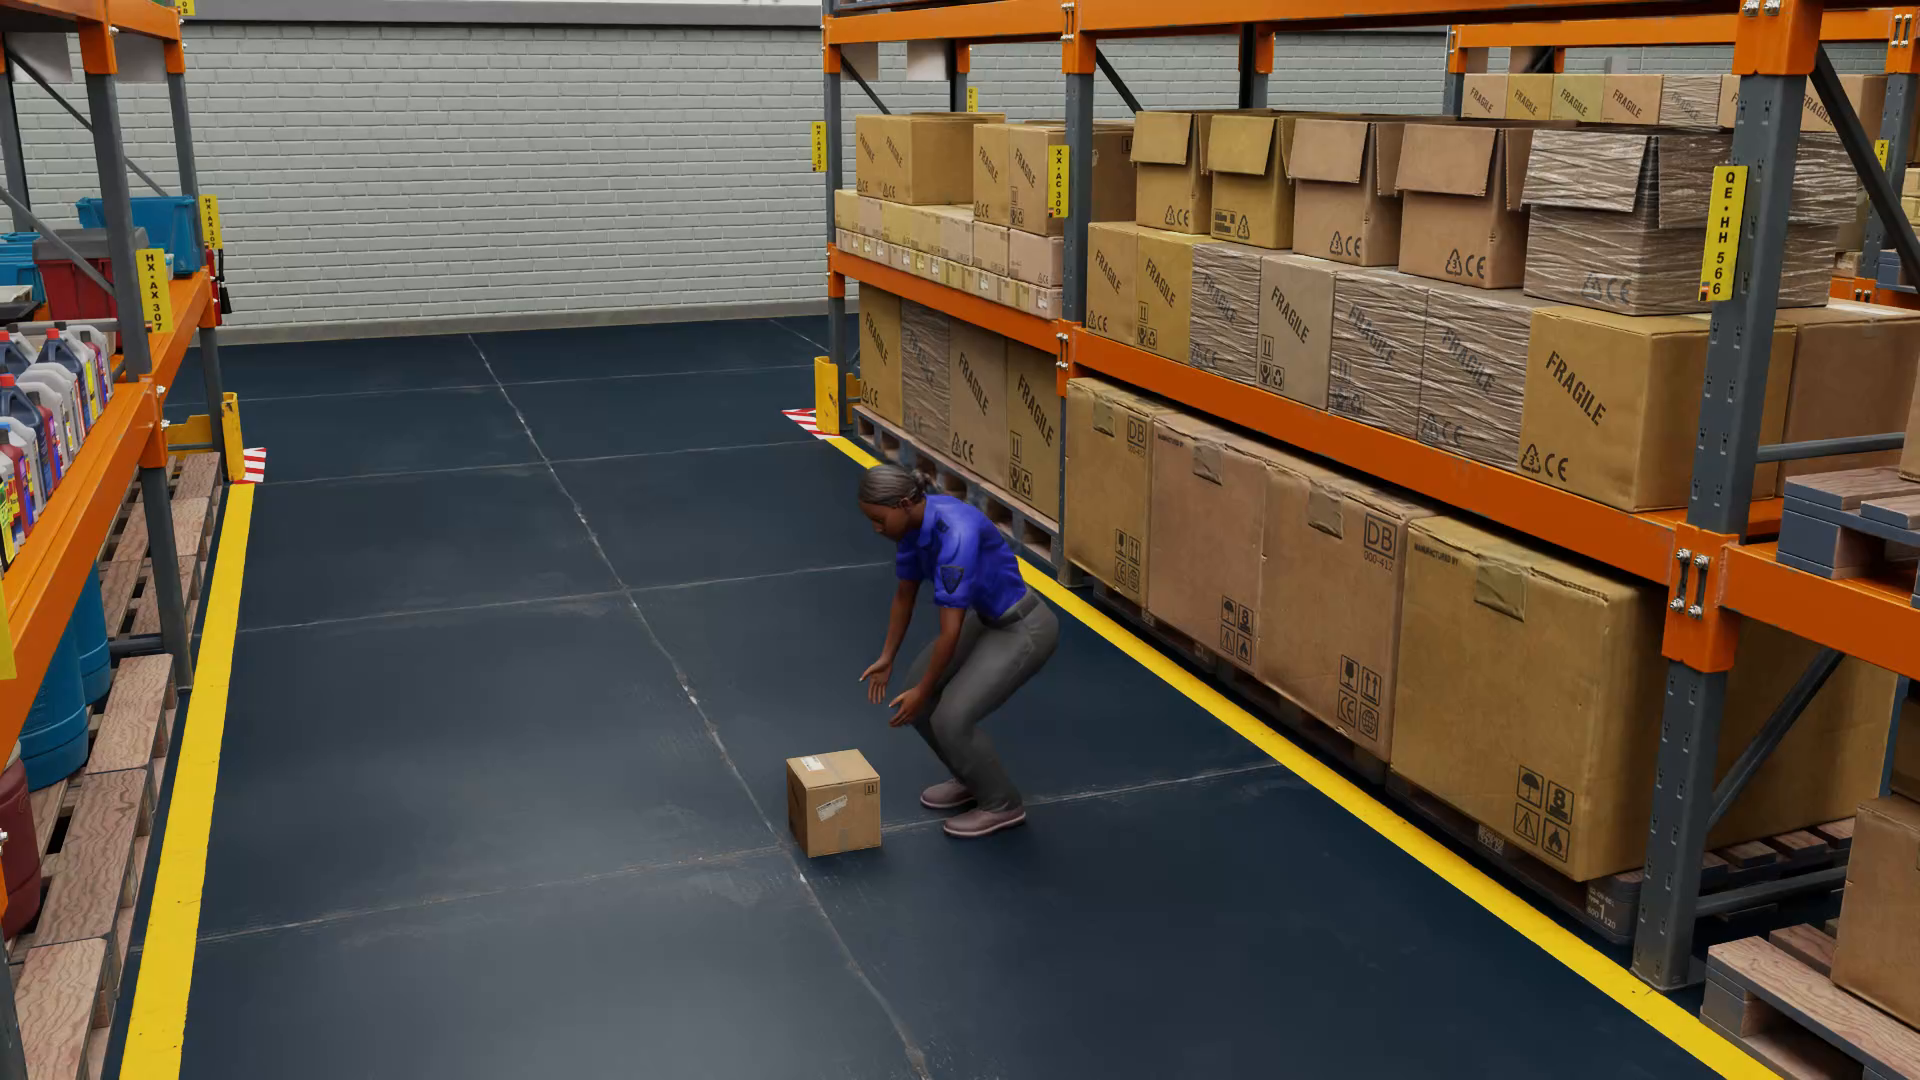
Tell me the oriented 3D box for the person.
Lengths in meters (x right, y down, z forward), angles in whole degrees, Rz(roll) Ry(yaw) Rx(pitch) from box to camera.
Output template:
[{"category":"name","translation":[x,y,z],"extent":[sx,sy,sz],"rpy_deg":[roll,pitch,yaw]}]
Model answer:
[{"category":"person","translation":[0.000,0.352,5.510],"extent":[0.684,1.274,0.497],"rpy_deg":[-6,17,-19]}]
